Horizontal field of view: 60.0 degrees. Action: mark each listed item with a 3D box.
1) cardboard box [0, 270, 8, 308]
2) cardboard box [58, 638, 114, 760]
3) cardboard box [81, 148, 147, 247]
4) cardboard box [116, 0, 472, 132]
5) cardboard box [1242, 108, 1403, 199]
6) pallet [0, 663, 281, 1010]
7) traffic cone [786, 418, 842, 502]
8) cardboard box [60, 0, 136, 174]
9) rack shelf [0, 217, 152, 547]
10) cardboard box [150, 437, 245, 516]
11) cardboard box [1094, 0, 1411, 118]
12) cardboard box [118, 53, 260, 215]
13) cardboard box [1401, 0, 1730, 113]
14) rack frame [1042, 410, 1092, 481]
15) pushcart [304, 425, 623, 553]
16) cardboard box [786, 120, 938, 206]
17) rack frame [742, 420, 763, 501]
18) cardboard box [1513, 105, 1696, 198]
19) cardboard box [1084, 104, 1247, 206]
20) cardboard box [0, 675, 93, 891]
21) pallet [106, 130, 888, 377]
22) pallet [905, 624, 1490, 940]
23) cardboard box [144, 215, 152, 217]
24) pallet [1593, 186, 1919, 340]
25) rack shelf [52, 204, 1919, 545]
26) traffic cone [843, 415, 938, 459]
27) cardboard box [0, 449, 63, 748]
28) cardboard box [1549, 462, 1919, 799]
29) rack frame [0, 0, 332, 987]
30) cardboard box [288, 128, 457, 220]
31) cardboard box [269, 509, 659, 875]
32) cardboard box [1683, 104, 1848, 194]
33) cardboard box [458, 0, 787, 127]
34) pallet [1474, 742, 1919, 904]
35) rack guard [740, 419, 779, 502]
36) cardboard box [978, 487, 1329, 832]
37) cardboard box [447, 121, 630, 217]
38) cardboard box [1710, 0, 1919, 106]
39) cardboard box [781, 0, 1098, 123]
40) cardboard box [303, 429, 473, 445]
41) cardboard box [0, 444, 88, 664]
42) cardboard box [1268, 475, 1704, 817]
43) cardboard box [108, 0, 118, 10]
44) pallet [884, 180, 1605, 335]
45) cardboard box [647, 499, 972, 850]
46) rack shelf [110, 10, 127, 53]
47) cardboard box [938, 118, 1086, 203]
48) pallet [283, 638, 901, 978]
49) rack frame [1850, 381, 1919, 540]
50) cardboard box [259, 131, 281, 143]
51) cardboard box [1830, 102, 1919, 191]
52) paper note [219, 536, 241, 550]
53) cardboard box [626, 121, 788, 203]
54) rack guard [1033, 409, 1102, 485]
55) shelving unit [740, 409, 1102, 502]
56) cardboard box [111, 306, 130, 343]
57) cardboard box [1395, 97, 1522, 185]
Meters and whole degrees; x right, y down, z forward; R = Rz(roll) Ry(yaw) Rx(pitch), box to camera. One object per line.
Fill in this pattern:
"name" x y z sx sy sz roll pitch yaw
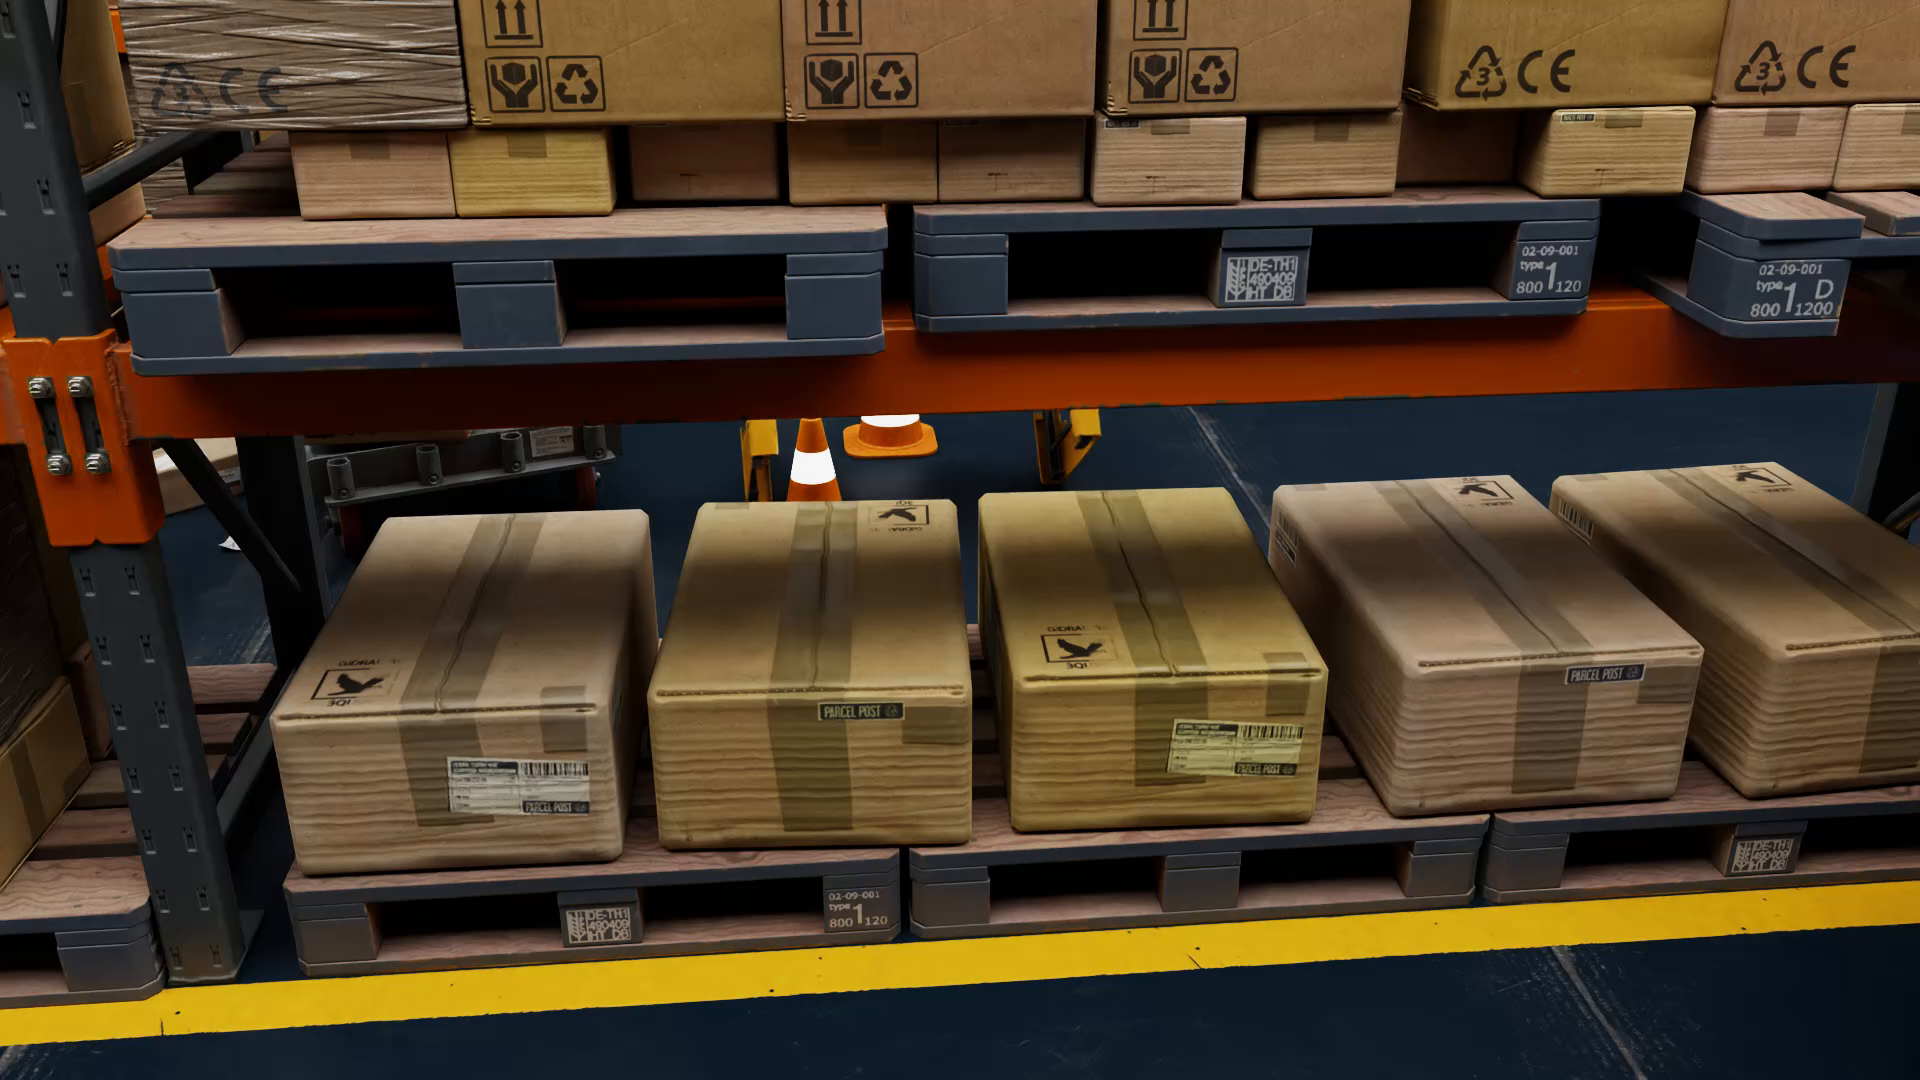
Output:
"cardboard box" -1.832 -0.445 2.867 0.250 0.149 0.380 -3 24 -6
"cardboard box" -2.155 0.284 3.787 0.500 0.250 0.500 -3 24 -8
"cardboard box" -1.887 -0.698 3.436 0.250 0.149 0.380 -2 24 -5
"cardboard box" -1.047 -0.972 2.737 0.500 0.500 0.500 -2 24 -4
"cardboard box" 0.602 -0.730 2.992 0.250 0.149 0.380 -3 24 -7
"pallet" -2.207 0.620 3.595 1.213 0.211 1.003 -2 24 -5
"traffic cone" -0.445 -0.152 5.021 0.334 0.463 0.336 -2 24 -5
"cardboard box" -2.007 -0.972 3.255 0.500 0.500 0.500 -2 24 -5
"rack shelf" -3.532 -0.287 3.088 4.000 0.370 1.077 -2 24 -5
"cardboard box" -2.563 -0.281 5.555 0.258 0.266 0.396 22 32 40
"cardboard box" 0.455 -1.031 2.870 0.500 0.500 0.500 -3 24 -7
"cardboard box" -3.658 -1.879 7.883 0.875 0.875 0.875 -2 24 -5
"cardboard box" 0.998 -1.052 2.918 0.500 0.500 0.500 -4 24 -9
"rack frame" 0.279 -0.984 5.551 0.032 1.500 0.500 -4 -12 -10
"pushcart" -1.816 -0.417 5.723 0.936 0.377 1.648 -11 26 -23
"cardboard box" -0.177 -0.709 2.944 0.250 0.149 0.380 -2 24 -4
"rack frame" -0.721 -0.914 5.380 0.032 1.500 0.500 -4 -12 -10
"cardboard box" 1.106 -0.732 2.997 0.250 0.149 0.380 -2 24 -4
"cardboard box" 0.339 -0.708 2.941 0.250 0.149 0.380 -1 24 -3
"cardboard box" -2.104 0.501 3.297 0.500 0.250 0.500 -1 24 -3
"pallet" -0.767 -0.580 3.097 1.213 0.211 1.003 -2 24 -5
"pallet" 0.450 0.497 3.872 1.213 0.211 1.003 -2 24 -5
"cardboard box" -3.573 -1.074 7.048 0.500 0.500 0.500 2 24 4
"pallet" 1.740 -0.696 3.359 1.003 0.211 1.213 -2 24 -5
"rack shelf" 0.449 -0.447 3.447 4.000 0.370 1.077 -2 24 -5
"traffic cone" -0.255 -0.567 5.957 0.334 0.463 0.336 -2 24 -5
"cardboard box" -2.104 0.159 3.145 0.500 0.500 0.500 -3 24 -6
"cardboard box" 1.876 0.172 3.888 0.625 0.372 0.950 -4 24 -9
"rack frame" -1.542 -0.695 3.122 0.127 3.000 1.000 -2 24 -5
"cardboard box" -0.961 -0.667 2.850 0.250 0.149 0.380 -2 24 -4
"cardboard box" -1.020 0.291 3.619 0.625 0.372 0.950 -2 24 -4
"cardboard box" 1.379 -0.749 3.035 0.250 0.149 0.380 -3 24 -8
"cardboard box" -0.549 -0.992 2.782 0.500 0.500 0.500 -2 24 -5
"pallet" 1.661 0.450 3.978 1.213 0.211 1.003 -2 24 -5
"rack guard" -0.636 -0.308 5.251 0.087 0.250 0.587 -4 -12 -10
"cardboard box" 0.387 0.233 3.751 0.625 0.372 0.950 -2 24 -3
"cardboard box" -0.711 -0.673 2.864 0.250 0.149 0.380 -2 24 -4
"cardboard box" 1.500 -1.073 2.965 0.500 0.500 0.500 -3 24 -6
"cardboard box" -0.055 -1.006 2.814 0.500 0.500 0.500 -2 24 -5
"cardboard box" -1.747 -0.618 5.091 0.500 0.500 0.500 -2 24 -5
"cardboard box" -2.155 -0.059 3.635 0.500 0.500 0.500 -1 24 -3
"cardboard box" 1.142 0.205 3.814 0.625 0.372 0.950 -3 24 -6
"cardboard box" -3.589 -2.736 7.528 0.550 0.550 0.875 -2 24 -5
"pallet" 0.473 -0.672 3.305 1.213 0.211 1.003 -2 24 -5
"cardboard box" -0.305 0.261 3.687 0.625 0.372 0.950 -1 24 -2
"rack shelf" -4.119 -2.284 7.580 4.000 0.370 1.077 -2 24 -5
"cardboard box" 0.070 -0.718 2.965 0.250 0.149 0.380 -2 24 -5
"pallet" -0.767 0.547 3.759 1.213 0.211 1.003 -2 24 -5
"rack frame" 2.439 -0.855 3.481 0.127 3.000 1.000 -2 24 -5
"cardboard box" -2.762 -1.916 7.967 0.875 0.875 0.875 -2 24 -4
"cardboard box" 1.630 -0.756 3.050 0.250 0.149 0.380 -2 24 -6
"paper note" -2.237 -0.007 5.228 0.142 0.019 0.148 -2 24 -5
"cardboard box" -0.437 -0.716 2.959 0.250 0.149 0.380 -1 24 -2
"rack guard" 0.343 -0.377 5.419 0.087 0.250 0.587 -4 -12 -10
"shelving unit" -0.212 -0.950 5.467 1.083 1.500 0.587 -4 -12 -10
"cardboard box" -3.093 -0.591 5.793 0.503 0.637 0.797 -2 24 -5
"cardboard box" 0.844 -0.773 3.089 0.250 0.149 0.380 -2 24 -5
